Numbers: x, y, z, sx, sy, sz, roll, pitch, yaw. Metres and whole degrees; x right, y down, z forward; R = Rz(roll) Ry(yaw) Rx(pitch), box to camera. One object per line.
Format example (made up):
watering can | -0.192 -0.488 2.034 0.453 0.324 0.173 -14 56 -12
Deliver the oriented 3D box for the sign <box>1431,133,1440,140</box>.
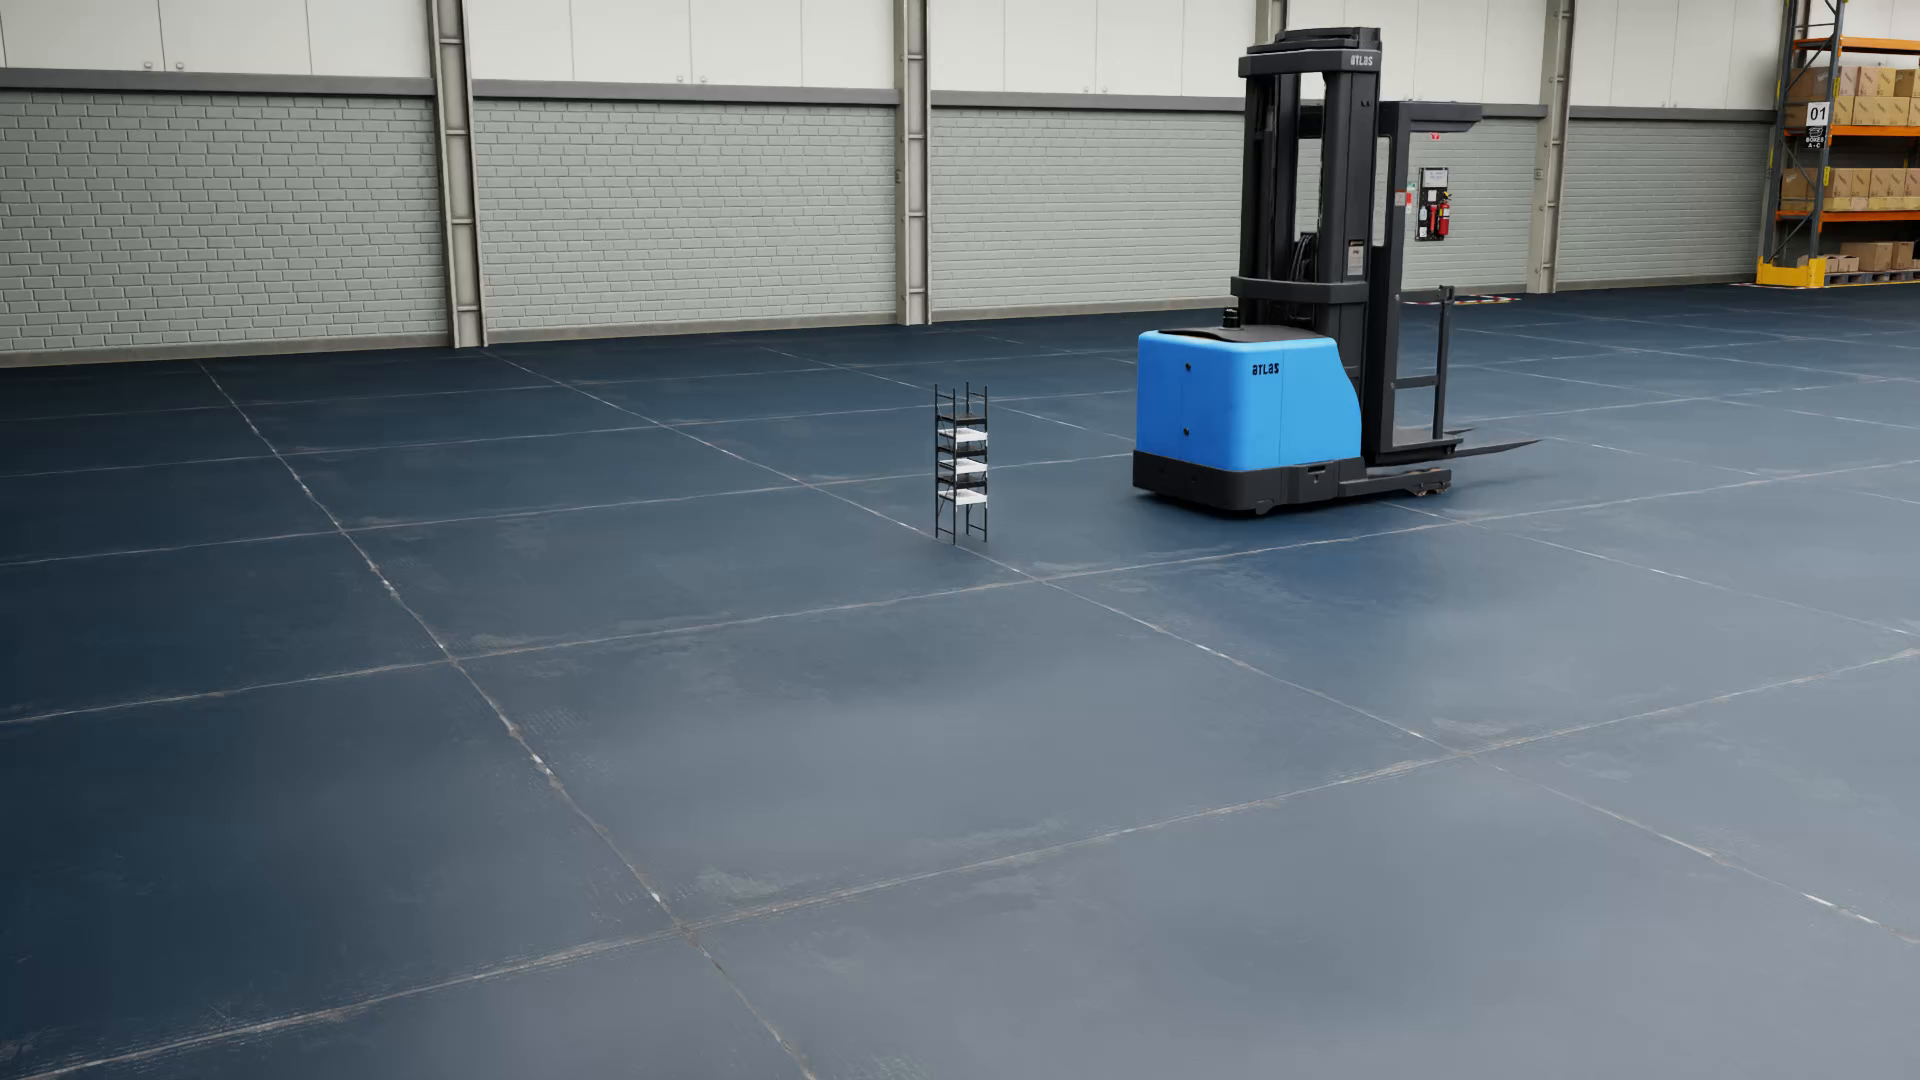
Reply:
sign | 7.658 -6.584 26.754 0.199 0.298 0.001 -7 14 -28

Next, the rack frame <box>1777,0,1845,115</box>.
rack frame | 14.967 -9.005 29.128 0.127 3.000 1.000 -7 14 -28

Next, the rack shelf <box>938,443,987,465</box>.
rack shelf | 0.007 -0.495 9.502 0.200 0.077 0.258 -7 14 -28

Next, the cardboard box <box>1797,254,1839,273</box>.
cardboard box | 15.617 -5.037 30.280 0.500 0.311 0.500 -9 15 -34

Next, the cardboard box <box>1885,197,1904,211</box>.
cardboard box | 16.891 -6.168 30.480 0.500 0.250 0.500 -7 14 -27

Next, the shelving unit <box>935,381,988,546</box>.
shelving unit | 0.007 -0.440 9.514 0.210 0.900 0.258 -7 14 -28

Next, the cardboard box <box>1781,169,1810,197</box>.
cardboard box | 15.278 -6.471 30.121 0.500 0.500 0.500 -7 14 -28

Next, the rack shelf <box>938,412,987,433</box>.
rack shelf | 0.007 -0.671 9.462 0.200 0.077 0.258 -7 14 -28

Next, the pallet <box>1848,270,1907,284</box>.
pallet | 16.833 -4.932 31.044 1.213 0.211 1.003 -7 14 -28

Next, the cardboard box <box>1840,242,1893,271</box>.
cardboard box | 16.785 -5.257 30.826 0.500 0.500 0.700 -8 15 -31

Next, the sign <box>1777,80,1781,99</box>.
sign | 14.718 -8.083 29.845 0.005 0.325 0.100 -7 14 -28

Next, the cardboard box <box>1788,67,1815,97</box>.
cardboard box | 15.220 -8.184 29.760 0.500 0.500 0.500 -6 14 -25

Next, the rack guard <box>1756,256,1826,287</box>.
rack guard | 15.033 -4.867 30.097 0.348 0.500 1.175 -7 14 -28

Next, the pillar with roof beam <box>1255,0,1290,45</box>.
pillar with roof beam | 6.696 -7.154 20.900 0.400 9.000 9.100 -7 14 -28

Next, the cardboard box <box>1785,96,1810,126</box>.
cardboard box | 15.212 -7.693 29.856 0.500 0.500 0.500 -6 14 -24

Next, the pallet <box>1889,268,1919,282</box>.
pallet | 17.905 -5.061 31.618 1.213 0.211 1.003 -7 14 -28

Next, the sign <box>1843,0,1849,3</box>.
sign | 15.226 -9.395 28.552 0.005 0.325 0.100 -7 14 -28

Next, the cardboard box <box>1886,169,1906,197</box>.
cardboard box | 16.872 -6.533 30.395 0.500 0.500 0.500 -6 14 -26

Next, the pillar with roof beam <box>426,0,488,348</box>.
pillar with roof beam | -3.836 -5.891 15.291 0.400 9.000 9.100 -7 14 -28

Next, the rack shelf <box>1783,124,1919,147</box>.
rack shelf | 16.722 -7.401 30.471 4.000 0.370 1.077 -7 14 -28

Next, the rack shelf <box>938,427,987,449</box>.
rack shelf | 0.007 -0.583 9.482 0.200 0.077 0.258 -7 14 -28

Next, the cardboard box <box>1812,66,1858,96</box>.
cardboard box | 15.421 -8.082 29.307 0.500 0.500 0.500 -8 15 -32

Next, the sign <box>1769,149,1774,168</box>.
sign | 14.718 -6.907 30.109 0.005 0.325 0.100 -7 14 -28

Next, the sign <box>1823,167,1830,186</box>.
sign | 15.227 -6.396 29.227 0.005 0.325 0.100 -7 14 -28

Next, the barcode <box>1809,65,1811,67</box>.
barcode | 15.350 -8.542 30.031 0.075 0.075 0.001 -7 14 -28

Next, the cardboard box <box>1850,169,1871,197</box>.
cardboard box | 15.968 -6.423 29.907 0.500 0.500 0.500 -7 14 -28

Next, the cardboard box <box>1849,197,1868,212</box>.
cardboard box | 15.996 -6.063 30.012 0.500 0.250 0.500 -7 15 -30

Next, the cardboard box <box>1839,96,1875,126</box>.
cardboard box | 15.868 -7.637 29.607 0.500 0.500 0.500 -6 14 -24

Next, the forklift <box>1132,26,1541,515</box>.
forklift | 2.648 -1.803 10.947 3.031 2.935 1.130 -8 15 -31

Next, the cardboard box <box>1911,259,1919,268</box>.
cardboard box | 18.022 -5.270 31.643 0.250 0.166 0.380 -9 16 -35

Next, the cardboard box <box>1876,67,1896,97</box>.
cardboard box | 16.330 -8.181 29.747 0.500 0.500 0.500 -6 14 -26

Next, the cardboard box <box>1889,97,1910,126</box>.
cardboard box | 16.782 -7.753 30.122 0.500 0.500 0.500 -6 14 -24

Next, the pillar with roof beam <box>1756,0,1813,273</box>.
pillar with roof beam | 17.229 -8.416 26.509 0.400 9.000 9.100 -7 14 -28

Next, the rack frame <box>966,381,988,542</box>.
rack frame | 0.096 -0.451 9.562 0.006 0.900 0.240 -7 14 -28
